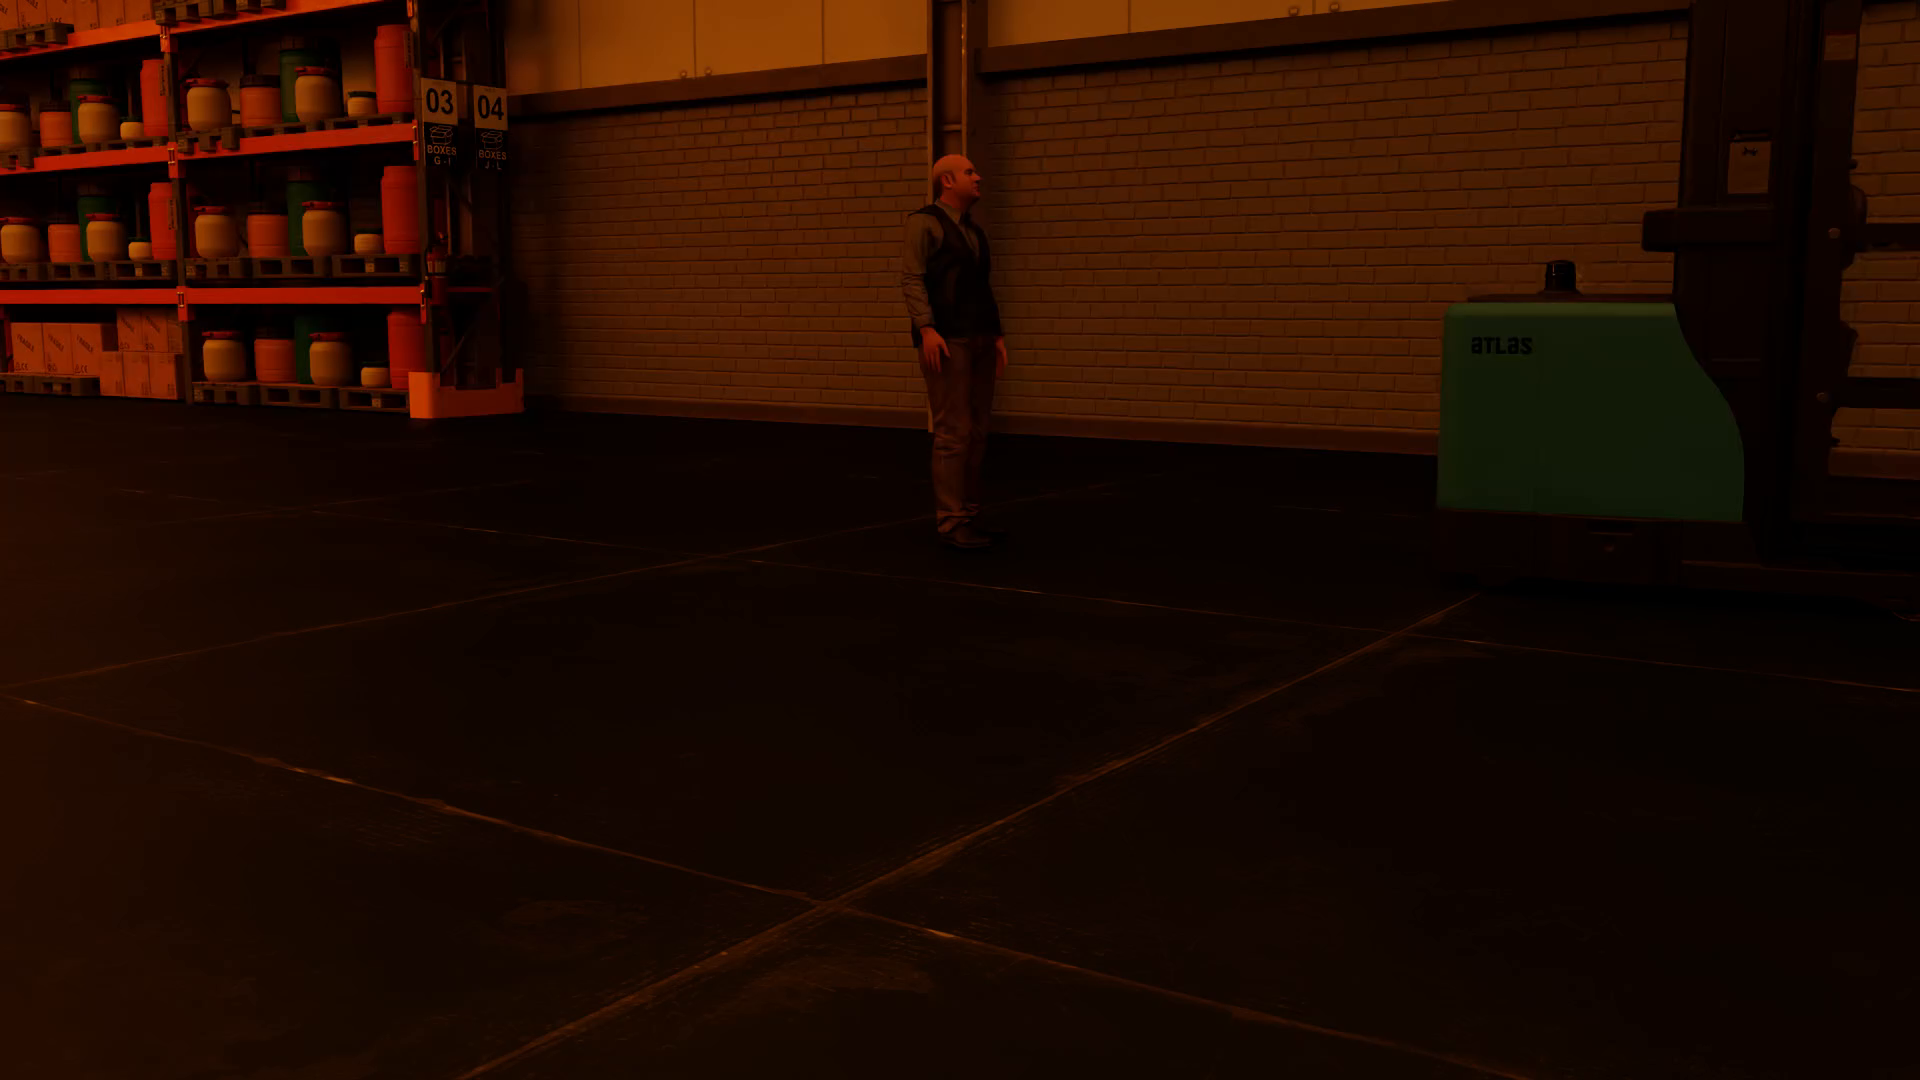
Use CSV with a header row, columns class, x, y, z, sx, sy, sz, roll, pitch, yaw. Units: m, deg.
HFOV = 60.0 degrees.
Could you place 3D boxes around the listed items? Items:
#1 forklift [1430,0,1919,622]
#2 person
class,x,y,z,sx,sy,sz,roll,pitch,yaw
forklift,3.355,-1.248,5.970,3.031,2.935,1.130,3,9,22
person,0.047,-0.854,7.440,0.568,1.720,0.632,5,10,34
